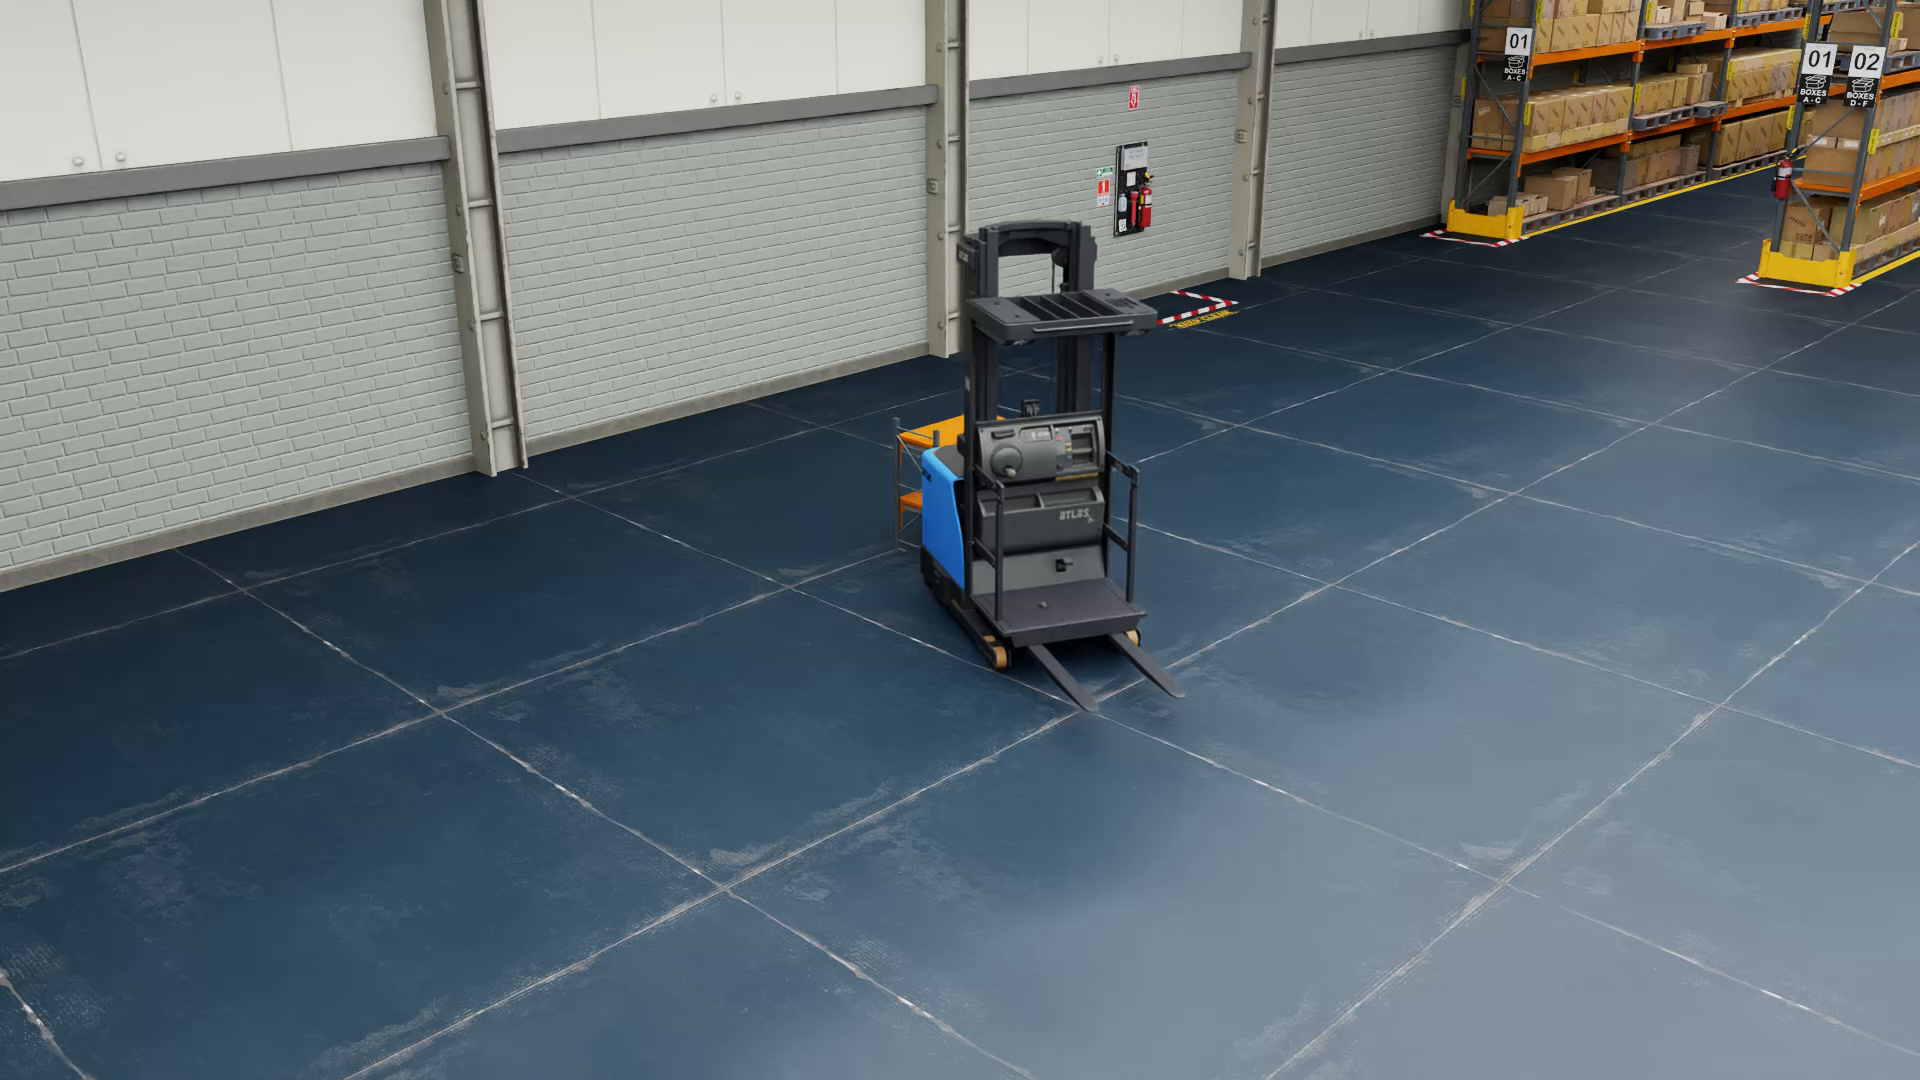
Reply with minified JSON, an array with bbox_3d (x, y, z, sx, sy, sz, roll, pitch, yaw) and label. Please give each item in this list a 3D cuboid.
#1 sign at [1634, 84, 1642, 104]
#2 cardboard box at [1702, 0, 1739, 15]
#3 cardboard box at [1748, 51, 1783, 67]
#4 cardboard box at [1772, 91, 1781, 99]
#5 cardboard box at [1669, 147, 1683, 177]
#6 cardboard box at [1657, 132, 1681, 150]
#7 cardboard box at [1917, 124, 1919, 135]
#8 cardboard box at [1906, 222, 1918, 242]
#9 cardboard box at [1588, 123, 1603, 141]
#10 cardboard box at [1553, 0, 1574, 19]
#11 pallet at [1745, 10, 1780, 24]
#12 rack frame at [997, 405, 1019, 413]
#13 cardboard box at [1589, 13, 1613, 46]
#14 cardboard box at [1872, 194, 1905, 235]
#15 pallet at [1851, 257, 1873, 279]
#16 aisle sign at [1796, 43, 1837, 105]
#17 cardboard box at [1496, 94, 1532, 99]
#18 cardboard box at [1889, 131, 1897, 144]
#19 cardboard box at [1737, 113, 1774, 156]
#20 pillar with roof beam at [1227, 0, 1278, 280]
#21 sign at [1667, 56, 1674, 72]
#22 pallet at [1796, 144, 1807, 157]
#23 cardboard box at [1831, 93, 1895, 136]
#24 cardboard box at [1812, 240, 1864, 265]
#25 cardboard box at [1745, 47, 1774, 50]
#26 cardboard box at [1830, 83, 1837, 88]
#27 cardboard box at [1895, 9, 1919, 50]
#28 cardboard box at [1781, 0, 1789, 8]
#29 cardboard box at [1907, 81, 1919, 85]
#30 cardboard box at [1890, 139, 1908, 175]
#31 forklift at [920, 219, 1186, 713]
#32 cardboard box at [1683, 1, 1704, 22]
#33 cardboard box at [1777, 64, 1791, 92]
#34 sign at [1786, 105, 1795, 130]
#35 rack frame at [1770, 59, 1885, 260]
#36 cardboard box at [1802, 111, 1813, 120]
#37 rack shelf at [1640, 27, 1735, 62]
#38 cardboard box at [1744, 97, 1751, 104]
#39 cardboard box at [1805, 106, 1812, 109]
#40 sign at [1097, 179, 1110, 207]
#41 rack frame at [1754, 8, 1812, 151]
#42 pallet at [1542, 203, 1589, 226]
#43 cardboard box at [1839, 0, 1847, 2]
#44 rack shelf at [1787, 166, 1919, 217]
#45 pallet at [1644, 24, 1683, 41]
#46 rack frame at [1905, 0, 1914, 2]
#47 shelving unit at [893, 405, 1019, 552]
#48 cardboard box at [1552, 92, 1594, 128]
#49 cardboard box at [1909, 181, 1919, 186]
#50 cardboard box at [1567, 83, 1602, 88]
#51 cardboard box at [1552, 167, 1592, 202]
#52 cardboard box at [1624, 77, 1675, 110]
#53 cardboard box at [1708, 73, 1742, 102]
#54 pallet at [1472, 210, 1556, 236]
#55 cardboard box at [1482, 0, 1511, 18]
[{"bbox_3d":[11.545,-7.606,28.337,0.100,0.325,0.005,19,28,41],"label":"sign"},{"bbox_3d":[14.232,-10.153,31.236,0.700,0.500,0.500,17,27,37],"label":"cardboard box"},{"bbox_3d":[15.870,-9.493,32.826,0.500,0.250,0.500,-19,28,-41],"label":"cardboard box"},{"bbox_3d":[16.185,-8.918,33.279,0.380,0.149,0.250,19,28,41],"label":"cardboard box"},{"bbox_3d":[13.034,-7.101,31.101,0.700,0.500,0.500,19,28,41],"label":"cardboard box"},{"bbox_3d":[13.034,-7.423,30.895,0.500,0.250,0.500,-20,28,-41],"label":"cardboard box"},{"bbox_3d":[13.956,-6.062,24.482,0.380,0.149,0.250,19,28,40],"label":"cardboard box"},{"bbox_3d":[14.180,-4.709,25.255,0.500,0.250,0.500,19,28,41],"label":"cardboard box"},{"bbox_3d":[10.345,-6.818,27.676,0.500,0.250,0.500,19,28,40],"label":"cardboard box"},{"bbox_3d":[9.190,-8.385,25.828,0.500,0.500,0.500,19,28,40],"label":"cardboard box"},{"bbox_3d":[15.131,-10.143,32.226,1.213,0.211,1.003,-19,28,-40],"label":"pallet"},{"bbox_3d":[0.359,-0.657,14.079,0.500,1.125,0.032,19,28,41],"label":"rack frame"},{"bbox_3d":[10.255,-8.321,27.057,0.500,0.500,0.500,18,27,39],"label":"cardboard box"},{"bbox_3d":[13.494,-4.798,24.441,0.500,0.500,0.500,19,28,41],"label":"cardboard box"},{"bbox_3d":[12.416,-3.974,23.981,1.003,0.211,1.213,19,28,41],"label":"pallet"},{"bbox_3d":[11.656,-6.339,22.623,0.394,0.787,0.004,19,28,41],"label":"aisle sign"},{"bbox_3d":[8.895,-6.898,26.838,0.500,0.500,0.500,-20,29,-41],"label":"cardboard box"},{"bbox_3d":[13.060,-5.731,23.622,0.380,0.149,0.250,18,27,39],"label":"cardboard box"},{"bbox_3d":[15.754,-8.156,33.386,0.750,0.750,0.750,-19,28,-40],"label":"cardboard box"},{"bbox_3d":[7.128,-6.884,19.305,9.100,9.000,0.400,19,28,41],"label":"pillar with roof beam"},{"bbox_3d":[13.542,-9.042,31.667,0.100,0.325,0.005,19,28,41],"label":"sign"},{"bbox_3d":[17.318,-8.266,35.149,1.003,0.211,1.213,19,28,41],"label":"pallet"},{"bbox_3d":[12.647,-5.988,23.386,0.700,0.500,0.500,18,28,39],"label":"cardboard box"},{"bbox_3d":[12.446,-4.063,23.574,0.500,0.250,0.500,19,28,41],"label":"cardboard box"},{"bbox_3d":[16.224,-9.884,33.843,0.500,0.250,0.500,-19,28,-40],"label":"cardboard box"},{"bbox_3d":[18.136,-10.043,35.467,0.980,0.700,0.700,18,27,38],"label":"cardboard box"},{"bbox_3d":[13.267,-7.135,23.218,0.500,0.500,0.500,19,28,41],"label":"cardboard box"},{"bbox_3d":[16.039,-10.845,33.039,0.700,0.500,0.500,17,27,38],"label":"cardboard box"},{"bbox_3d":[14.398,-6.633,25.066,0.700,0.500,0.500,19,28,41],"label":"cardboard box"},{"bbox_3d":[13.325,-5.631,24.265,0.500,0.500,0.700,-19,28,-40],"label":"cardboard box"},{"bbox_3d":[0.647,-0.627,11.483,1.130,2.935,3.031,-7,22,-18],"label":"forklift"},{"bbox_3d":[12.971,-9.511,30.149,0.637,0.503,0.797,-15,26,-35],"label":"cardboard box"},{"bbox_3d":[16.242,-9.272,33.296,0.500,0.500,0.500,20,28,41],"label":"cardboard box"},{"bbox_3d":[11.533,-5.859,23.055,0.100,0.325,0.005,19,28,41],"label":"sign"},{"bbox_3d":[11.912,-5.069,22.942,1.000,3.000,0.127,19,28,41],"label":"rack frame"},{"bbox_3d":[17.697,-8.933,34.991,0.250,0.149,0.380,-19,28,-40],"label":"cardboard box"},{"bbox_3d":[12.546,-8.914,29.769,1.077,0.370,4.000,19,28,41],"label":"rack shelf"},{"bbox_3d":[15.215,-8.620,32.505,0.250,0.149,0.380,-20,28,-41],"label":"cardboard box"},{"bbox_3d":[18.166,-9.303,35.954,0.380,0.149,0.250,20,28,41],"label":"cardboard box"},{"bbox_3d":[1.833,-4.436,21.247,0.001,0.329,0.234,19,28,41],"label":"sign"},{"bbox_3d":[16.732,-9.392,34.191,1.000,3.000,0.127,19,28,41],"label":"rack frame"},{"bbox_3d":[9.857,-5.537,28.049,1.003,0.211,1.213,19,28,41],"label":"pallet"},{"bbox_3d":[18.121,-11.338,34.556,0.500,0.250,0.500,18,28,39],"label":"cardboard box"},{"bbox_3d":[13.308,-5.247,24.409,1.077,0.370,4.000,19,28,41],"label":"rack shelf"},{"bbox_3d":[11.658,-8.780,28.680,1.213,0.211,1.003,19,28,41],"label":"pallet"},{"bbox_3d":[14.703,-8.897,24.541,1.000,3.000,0.127,19,28,41],"label":"rack frame"},{"bbox_3d":[0.005,-0.527,13.739,0.538,1.125,1.048,19,28,41],"label":"shelving unit"},{"bbox_3d":[9.977,-7.036,27.196,0.500,0.500,0.500,-19,28,-40],"label":"cardboard box"},{"bbox_3d":[15.488,-5.710,27.077,0.500,0.311,0.500,19,28,40],"label":"cardboard box"},{"bbox_3d":[10.674,-7.556,28.551,0.500,0.500,0.500,18,28,39],"label":"cardboard box"},{"bbox_3d":[10.456,-6.097,28.490,0.500,0.500,0.500,17,27,37],"label":"cardboard box"},{"bbox_3d":[12.362,-8.029,29.892,0.500,0.500,0.700,-16,26,-35],"label":"cardboard box"},{"bbox_3d":[14.464,-8.619,31.599,0.500,0.500,0.500,-19,28,-40],"label":"cardboard box"},{"bbox_3d":[9.006,-5.225,27.237,1.003,0.211,1.213,19,28,41],"label":"pallet"},{"bbox_3d":[8.474,-8.406,25.885,0.500,0.500,0.500,-19,28,-40],"label":"cardboard box"}]
